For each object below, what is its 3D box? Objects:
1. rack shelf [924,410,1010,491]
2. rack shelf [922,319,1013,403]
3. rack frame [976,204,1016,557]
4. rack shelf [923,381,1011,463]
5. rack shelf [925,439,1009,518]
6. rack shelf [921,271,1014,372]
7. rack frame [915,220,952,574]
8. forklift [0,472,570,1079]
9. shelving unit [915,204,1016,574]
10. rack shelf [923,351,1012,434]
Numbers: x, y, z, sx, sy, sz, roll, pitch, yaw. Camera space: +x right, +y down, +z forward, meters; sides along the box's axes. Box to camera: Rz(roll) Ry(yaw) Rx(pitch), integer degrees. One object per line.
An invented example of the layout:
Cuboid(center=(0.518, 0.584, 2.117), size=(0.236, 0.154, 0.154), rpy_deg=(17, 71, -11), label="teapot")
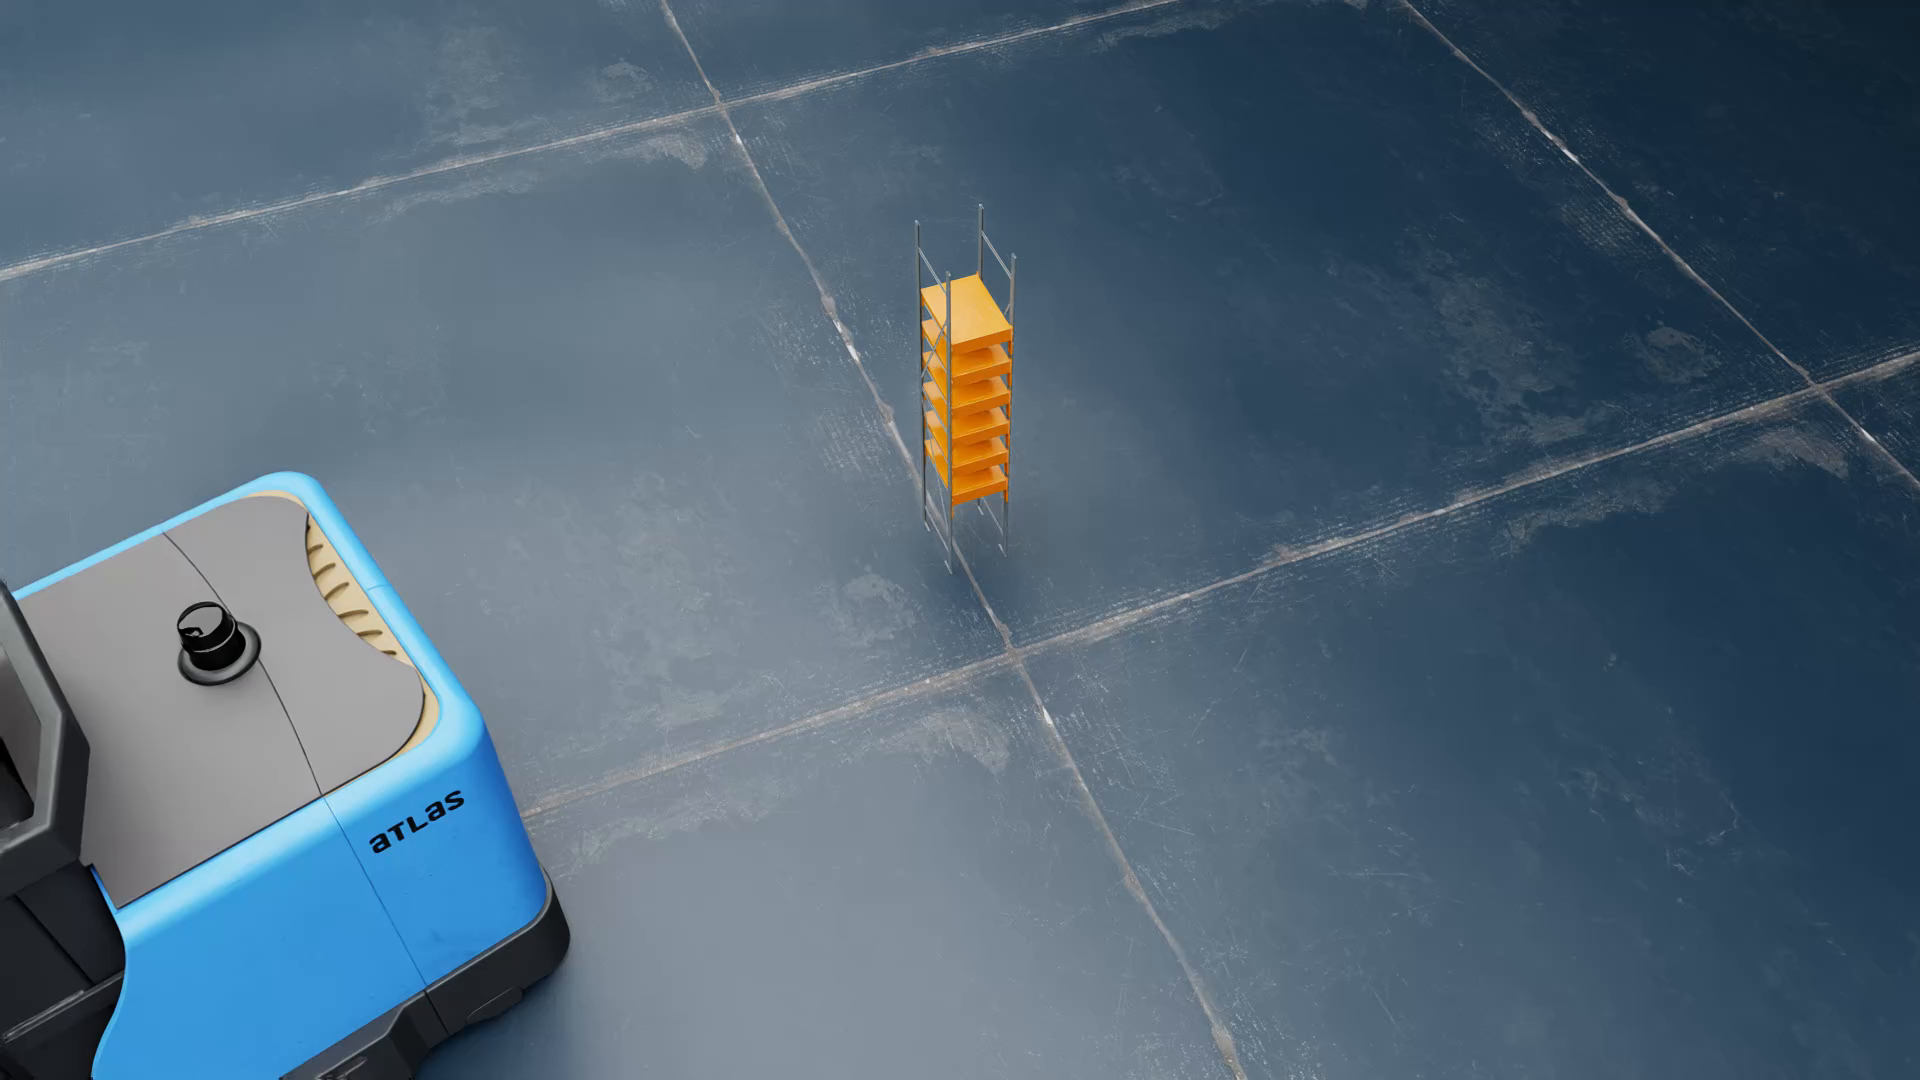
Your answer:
Cuboid(center=(0.013, -0.288, 4.923), size=(0.180, 0.103, 0.258), rpy_deg=(-17, 52, -14), label="rack shelf")
Cuboid(center=(0.013, -0.522, 4.650), size=(0.180, 0.103, 0.258), rpy_deg=(-17, 52, -14), label="rack shelf")
Cuboid(center=(0.098, -0.421, 4.821), size=(0.006, 1.200, 0.240), rpy_deg=(-17, 52, -14), label="rack frame")
Cuboid(center=(0.013, -0.366, 4.832), size=(0.180, 0.103, 0.258), rpy_deg=(-17, 52, -14), label="rack shelf")
Cuboid(center=(0.013, -0.210, 5.014), size=(0.180, 0.103, 0.258), rpy_deg=(-17, 52, -14), label="rack shelf")
Cuboid(center=(0.013, -0.601, 4.559), size=(0.180, 0.103, 0.258), rpy_deg=(-17, 52, -14), label="rack shelf")
Cuboid(center=(-0.071, -0.369, 4.776), size=(0.006, 1.200, 0.240), rpy_deg=(-17, 52, -14), label="rack frame")
Cuboid(center=(-2.479, 0.526, 2.866), size=(3.031, 2.935, 1.130), rpy_deg=(-30, 56, -23), label="forklift")
Cuboid(center=(0.013, -0.395, 4.798), size=(0.189, 1.200, 0.258), rpy_deg=(-17, 52, -14), label="shelving unit")
Cuboid(center=(0.013, -0.444, 4.741), size=(0.180, 0.103, 0.258), rpy_deg=(-17, 52, -14), label="rack shelf")
